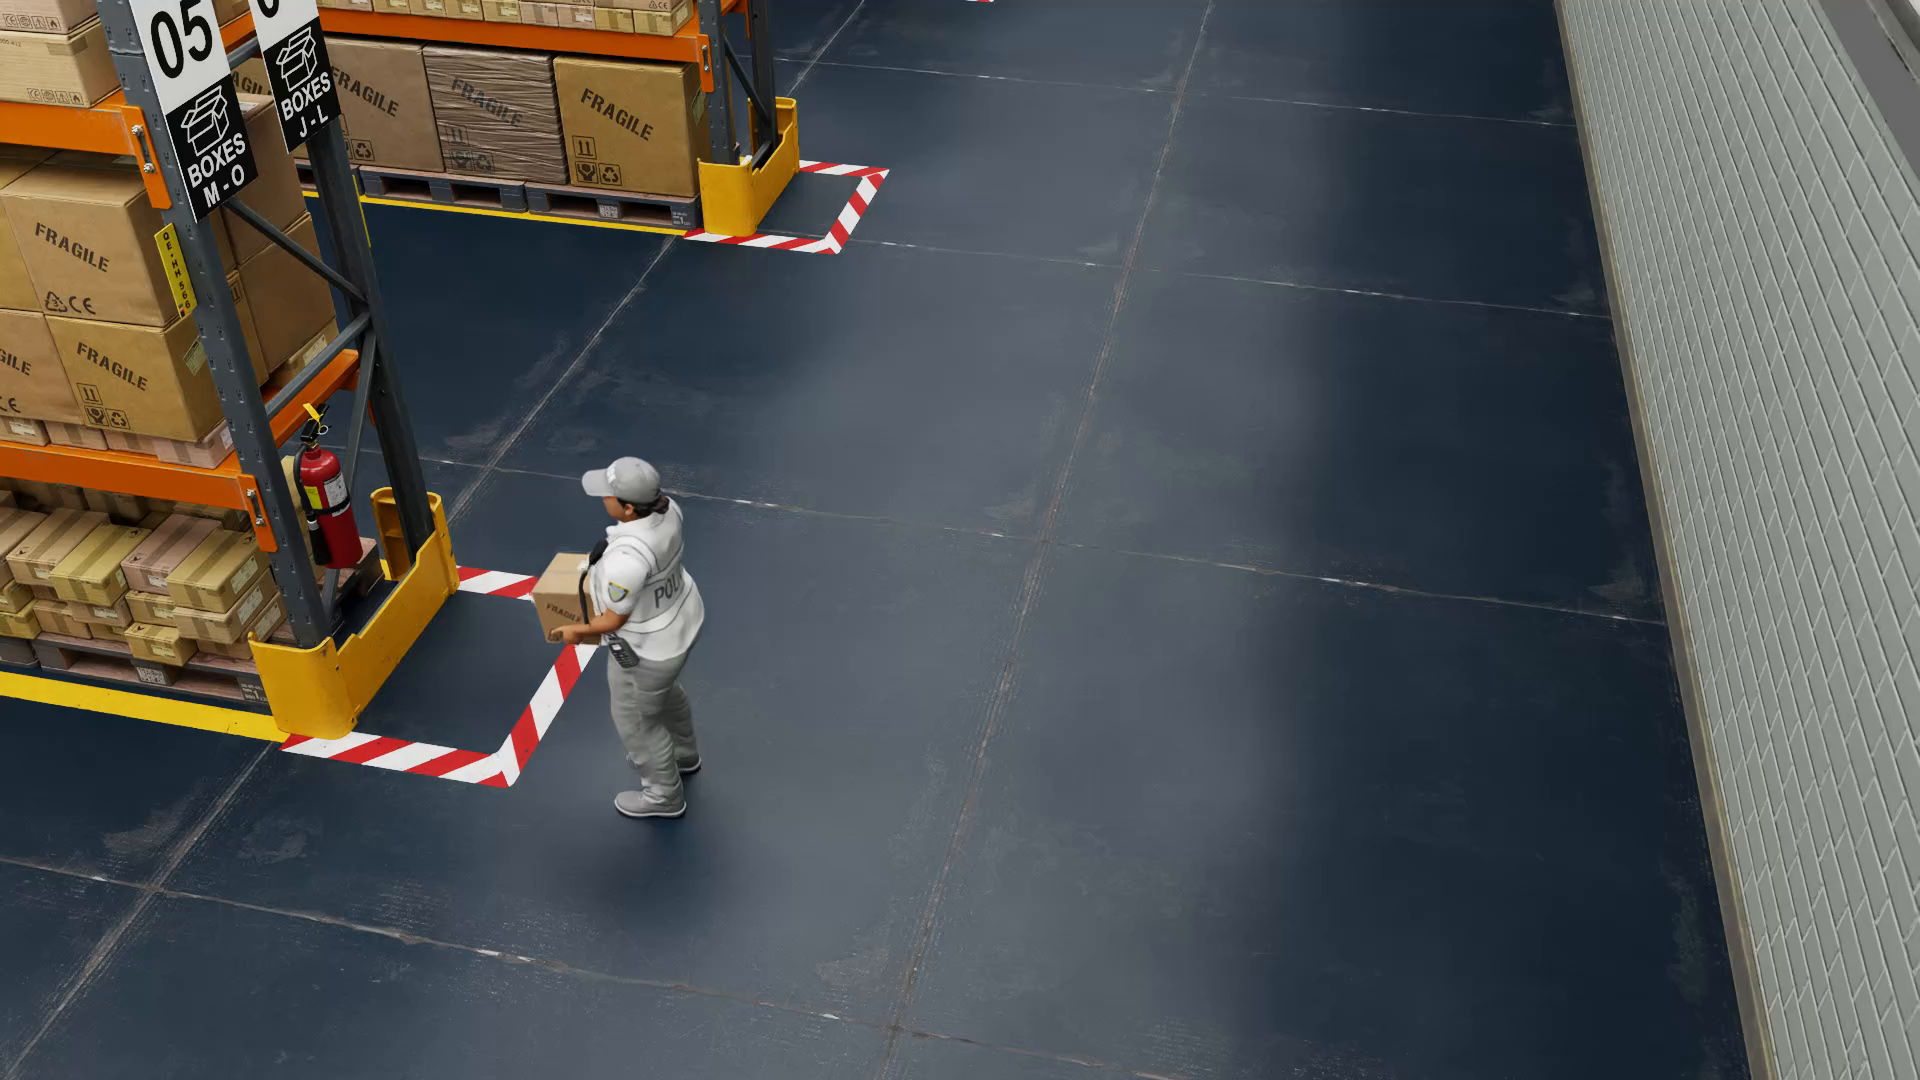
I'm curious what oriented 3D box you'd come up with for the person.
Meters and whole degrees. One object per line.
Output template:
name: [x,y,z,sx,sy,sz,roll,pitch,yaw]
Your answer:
person: [-1.274,0.366,6.470,0.536,1.664,0.471,7,37,10]
